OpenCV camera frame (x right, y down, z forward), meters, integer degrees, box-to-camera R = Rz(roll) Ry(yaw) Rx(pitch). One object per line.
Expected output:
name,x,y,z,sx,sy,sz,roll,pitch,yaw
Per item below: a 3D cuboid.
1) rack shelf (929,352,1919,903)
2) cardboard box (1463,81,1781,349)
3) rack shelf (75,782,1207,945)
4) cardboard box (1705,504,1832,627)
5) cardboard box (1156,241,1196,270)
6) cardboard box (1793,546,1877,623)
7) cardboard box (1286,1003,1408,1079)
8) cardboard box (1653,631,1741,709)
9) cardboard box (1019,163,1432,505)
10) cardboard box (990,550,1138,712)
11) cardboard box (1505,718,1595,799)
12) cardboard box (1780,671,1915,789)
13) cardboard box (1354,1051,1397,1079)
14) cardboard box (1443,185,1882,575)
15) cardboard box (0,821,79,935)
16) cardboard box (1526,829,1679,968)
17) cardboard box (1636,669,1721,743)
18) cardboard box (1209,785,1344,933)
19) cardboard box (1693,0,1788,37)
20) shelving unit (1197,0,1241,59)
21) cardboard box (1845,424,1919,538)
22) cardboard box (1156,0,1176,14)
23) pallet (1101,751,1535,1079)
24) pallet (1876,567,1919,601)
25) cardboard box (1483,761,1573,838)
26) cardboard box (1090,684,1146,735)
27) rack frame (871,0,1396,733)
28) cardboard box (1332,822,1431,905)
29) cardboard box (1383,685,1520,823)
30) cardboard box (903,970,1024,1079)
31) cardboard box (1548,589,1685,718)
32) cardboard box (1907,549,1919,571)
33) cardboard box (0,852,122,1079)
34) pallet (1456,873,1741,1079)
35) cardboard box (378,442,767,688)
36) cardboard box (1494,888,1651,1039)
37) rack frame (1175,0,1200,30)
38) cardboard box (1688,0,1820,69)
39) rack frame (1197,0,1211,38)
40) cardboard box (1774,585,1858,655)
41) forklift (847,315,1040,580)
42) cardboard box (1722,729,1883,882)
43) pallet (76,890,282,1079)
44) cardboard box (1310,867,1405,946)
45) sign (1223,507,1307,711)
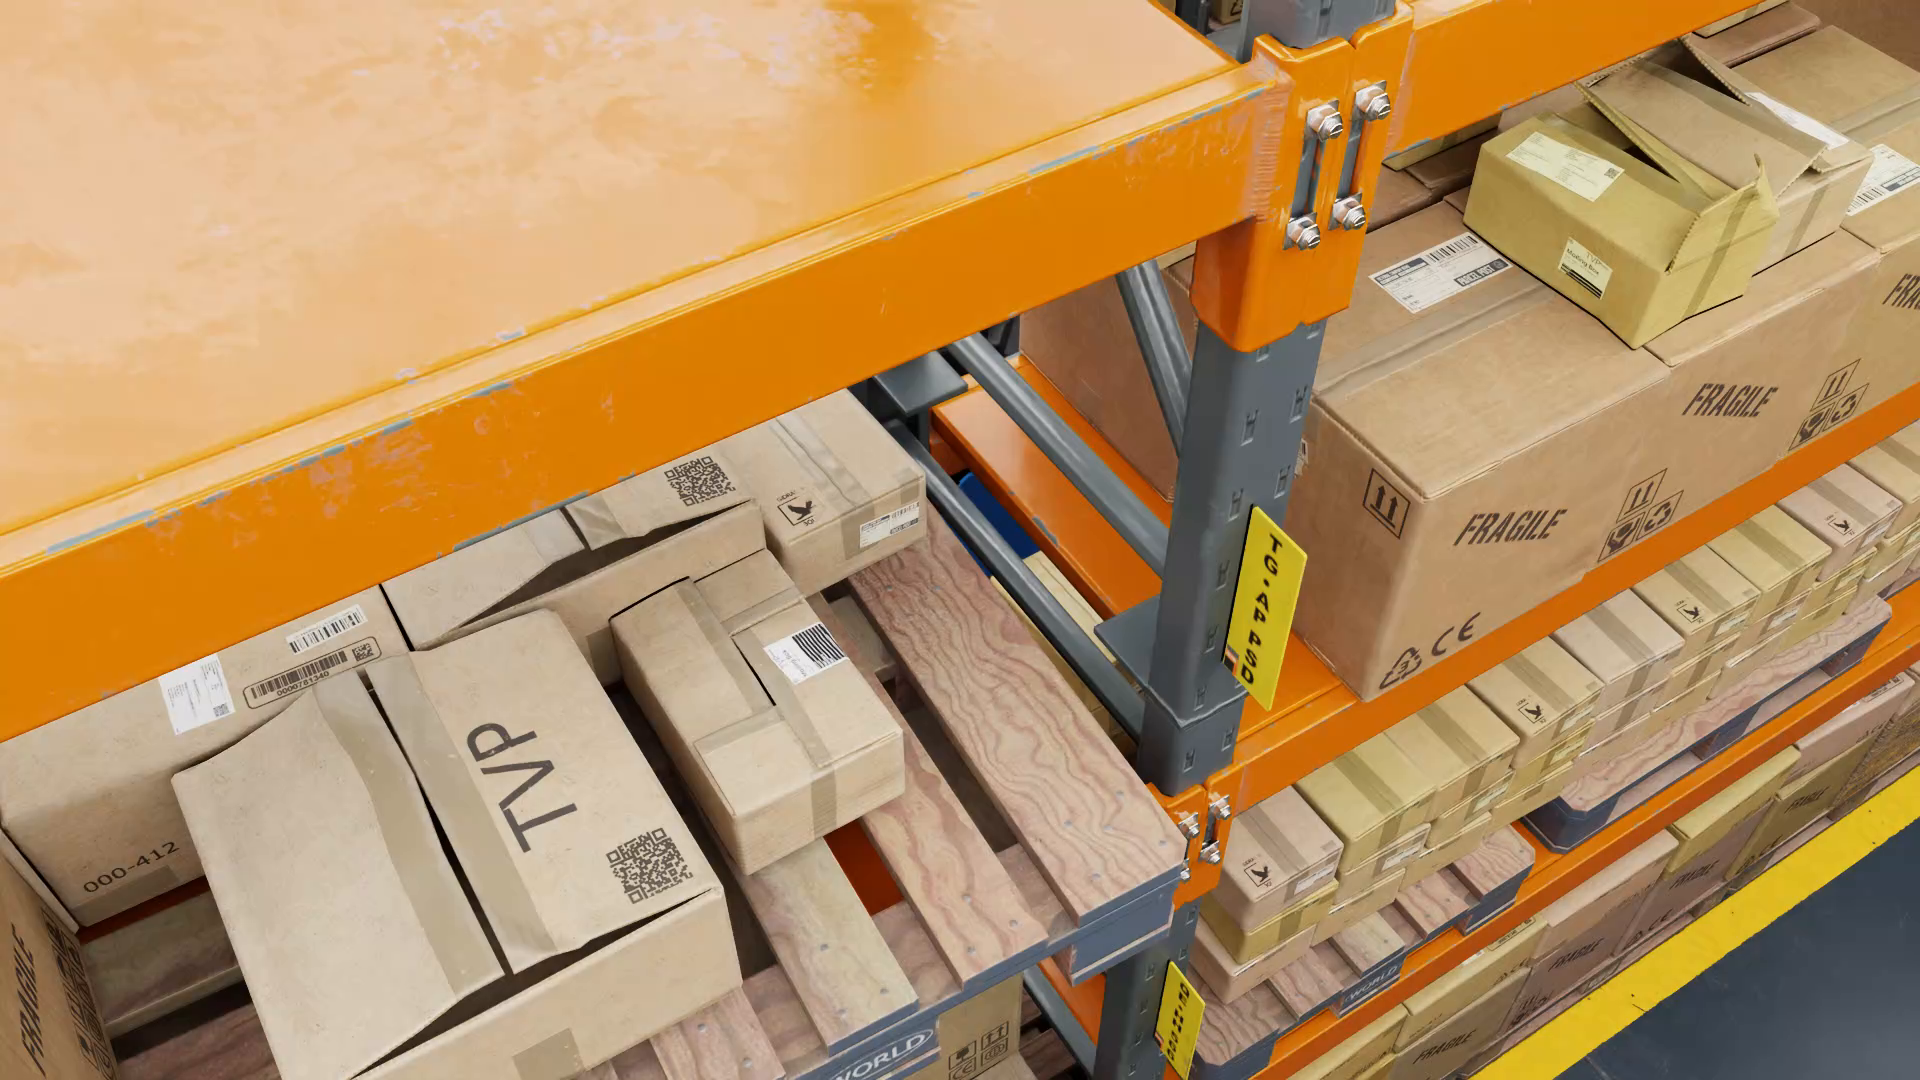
rack shelf,1.801,-0.617,3.709,4.000,0.370,1.077,-25,53,-21
cardboard box,1.035,-0.539,2.579,0.258,0.266,0.396,-25,53,-21
rack shelf,-1.582,0.977,2.290,4.000,0.370,1.077,-25,53,-21
cardboard box,1.927,0.001,4.174,0.250,0.149,0.380,-26,53,-21
cardboard box,0.313,-0.672,2.697,0.258,0.266,0.396,-25,53,-21
cardboard box,2.148,0.001,4.374,0.250,0.149,0.380,-25,53,-21
cardboard box,0.822,1.259,4.456,0.500,0.250,0.500,-27,54,-22
cardboard box,1.714,0.204,4.193,0.250,0.149,0.380,-26,53,-21
cardboard box,0.457,-0.480,3.039,0.500,0.500,0.500,-25,53,-21
cardboard box,0.279,0.200,3.997,0.250,0.149,0.380,-27,54,-22
cardboard box,1.291,0.399,4.019,0.250,0.149,0.380,-25,53,-21
cardboard box,2.556,0.440,5.185,0.500,0.250,0.500,-23,52,-19
cardboard box,0.844,1.509,4.735,0.500,0.500,0.500,-27,54,-22
cardboard box,1.154,-0.355,2.928,0.500,0.500,0.500,-25,53,-21
cardboard box,-1.478,0.352,2.077,0.500,0.311,0.500,-26,53,-21
cardboard box,1.676,0.868,4.804,0.500,0.250,0.500,-25,53,-21
cardboard box,1.716,0.302,4.305,0.250,0.149,0.380,-25,53,-20
cardboard box,0.607,0.621,3.622,0.250,0.149,0.380,-25,53,-21
cardboard box,1.390,-1.198,3.165,0.258,0.266,0.396,-25,53,-21
shelving unit,1.100,-1.057,6.226,0.503,2.100,0.431,-27,54,-22
cardboard box,2.379,-0.216,4.368,0.250,0.149,0.380,-27,54,-22
cardboard box,0.401,-2.994,8.494,0.875,0.875,1.225,-25,53,-21
pallet,0.655,0.651,4.235,1.003,0.211,1.213,-25,53,-21
pallet,2.768,-0.379,5.153,1.213,0.211,1.003,-25,53,-21
cardboard box,1.278,0.509,4.121,0.250,0.149,0.380,-23,52,-19
cardboard box,0.284,0.299,4.108,0.250,0.149,0.380,-24,53,-20
rack frame,0.110,-1.057,1.610,0.127,3.000,1.000,-25,53,-21
cardboard box,0.854,0.608,3.833,0.250,0.149,0.380,-23,52,-19
cardboard box,1.039,0.419,3.802,0.250,0.149,0.380,-25,53,-21
cardboard box,-0.275,0.745,3.286,0.500,0.500,0.700,-25,53,-21
cardboard box,1.492,0.205,3.993,0.250,0.149,0.380,-23,52,-19
cardboard box,2.619,-0.126,4.686,0.250,0.149,0.380,-28,54,-23
cardboard box,-1.211,0.604,1.725,0.500,0.500,0.500,-25,53,-21
pallet,1.802,1.072,5.599,1.213,0.211,1.003,-25,53,-21
cardboard box,-0.620,-0.053,2.437,0.500,0.311,0.500,-25,53,-21
cardboard box,1.699,1.100,5.100,0.500,0.500,0.500,-26,53,-22
rack frame,0.931,-3.828,8.096,0.127,3.000,1.000,-25,53,-21
cardboard box,1.298,-0.884,3.399,0.500,0.500,0.500,-25,53,-21
rack frame,0.898,-0.955,6.135,0.015,2.100,0.400,-27,54,-22
cardboard box,2.162,0.093,4.491,0.250,0.149,0.380,-23,52,-19
forklift,-0.675,-0.914,5.546,3.031,2.935,1.130,-8,49,-7
cardboard box,2.567,0.695,5.461,0.500,0.500,0.500,-26,53,-22
pallet,-1.351,0.741,2.144,1.213,0.211,1.003,-23,52,-19
cardboard box,0.823,0.725,3.928,0.250,0.149,0.380,-23,52,-19
sign,0.399,0.097,2.193,0.005,0.325,0.100,-25,53,-21
